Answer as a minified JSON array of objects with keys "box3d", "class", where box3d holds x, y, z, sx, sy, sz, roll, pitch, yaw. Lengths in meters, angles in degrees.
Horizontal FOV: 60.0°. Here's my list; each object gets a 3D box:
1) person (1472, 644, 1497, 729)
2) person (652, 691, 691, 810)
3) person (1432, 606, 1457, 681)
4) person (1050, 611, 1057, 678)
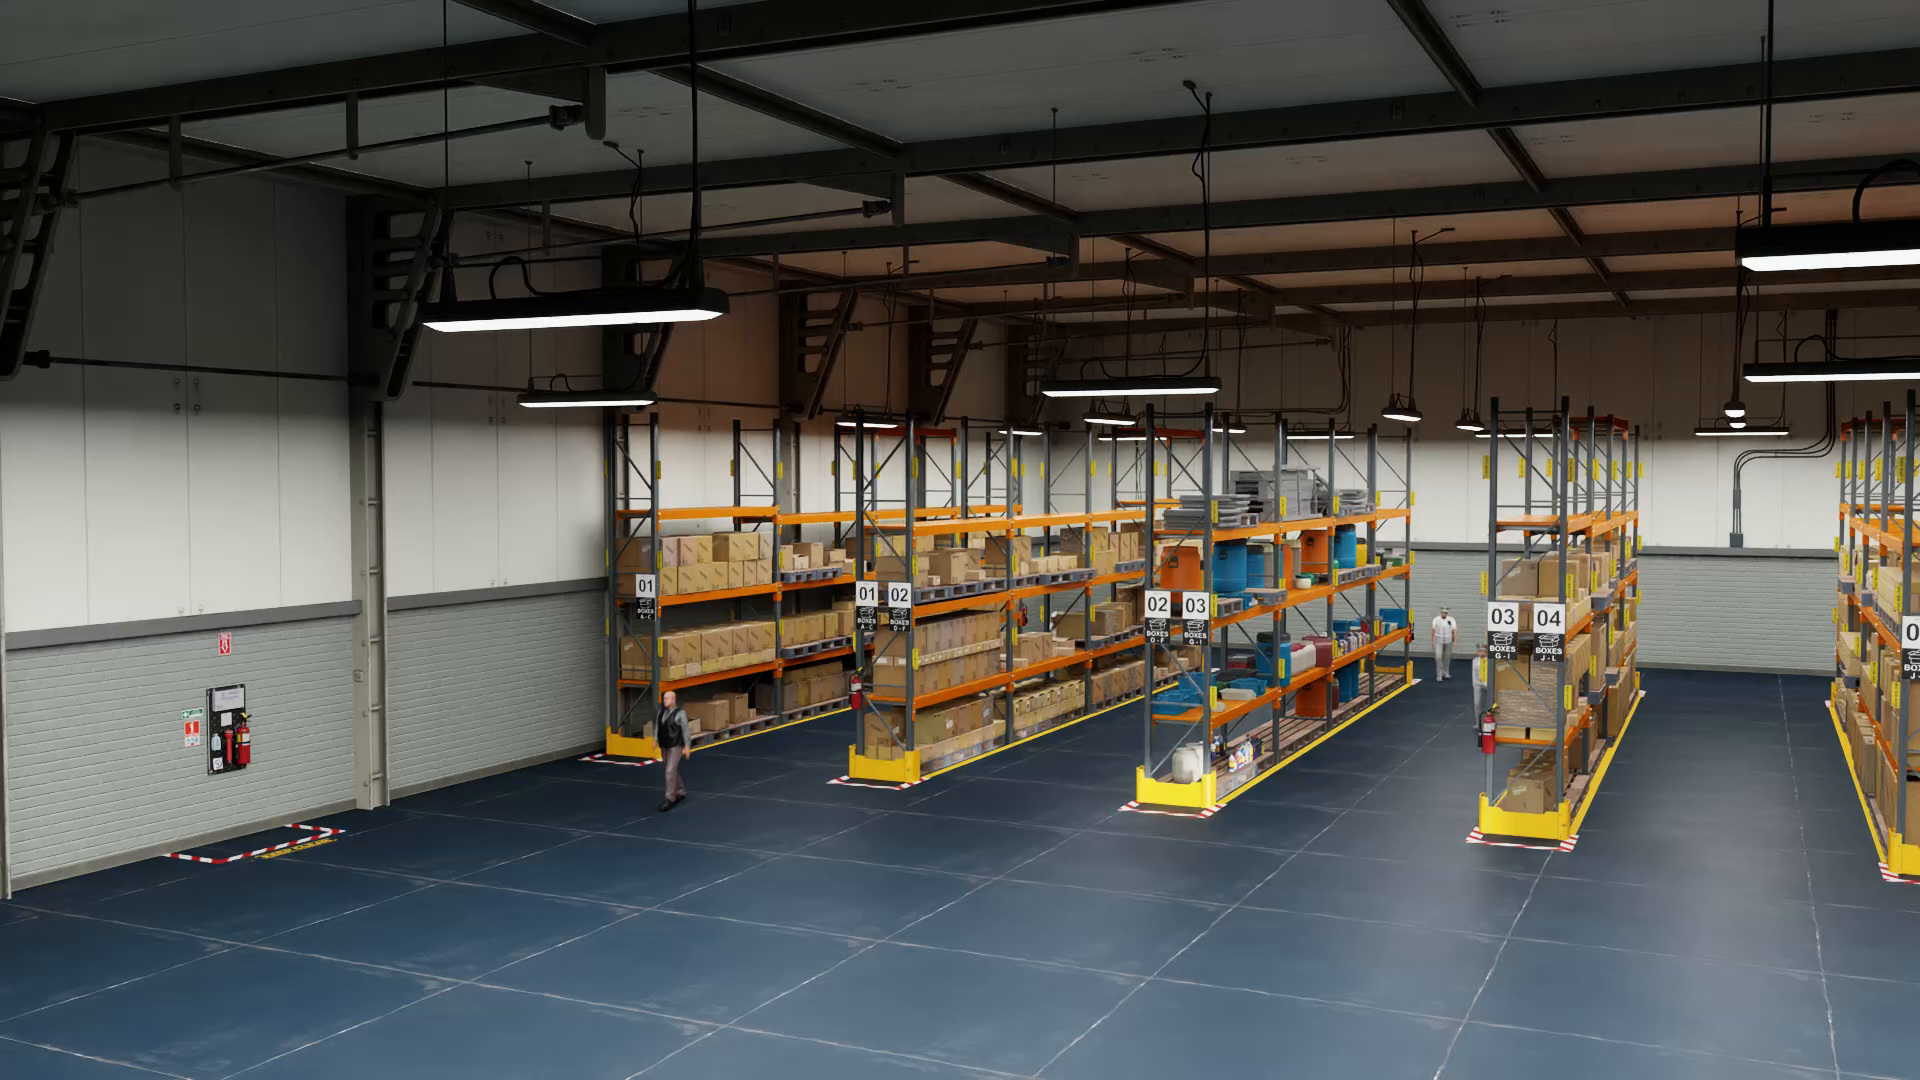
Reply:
[{"box3d":[10.199,2.823,32.292,0.508,1.630,0.893,2,3,35],"class":"person"},{"box3d":[-4.332,3.105,24.787,0.623,1.690,0.843,2,3,40],"class":"person"},{"box3d":[11.588,2.471,39.773,0.585,1.776,0.667,1,2,12],"class":"person"},{"box3d":[2.163,2.533,37.788,0.616,1.825,0.596,2,3,39],"class":"person"}]
